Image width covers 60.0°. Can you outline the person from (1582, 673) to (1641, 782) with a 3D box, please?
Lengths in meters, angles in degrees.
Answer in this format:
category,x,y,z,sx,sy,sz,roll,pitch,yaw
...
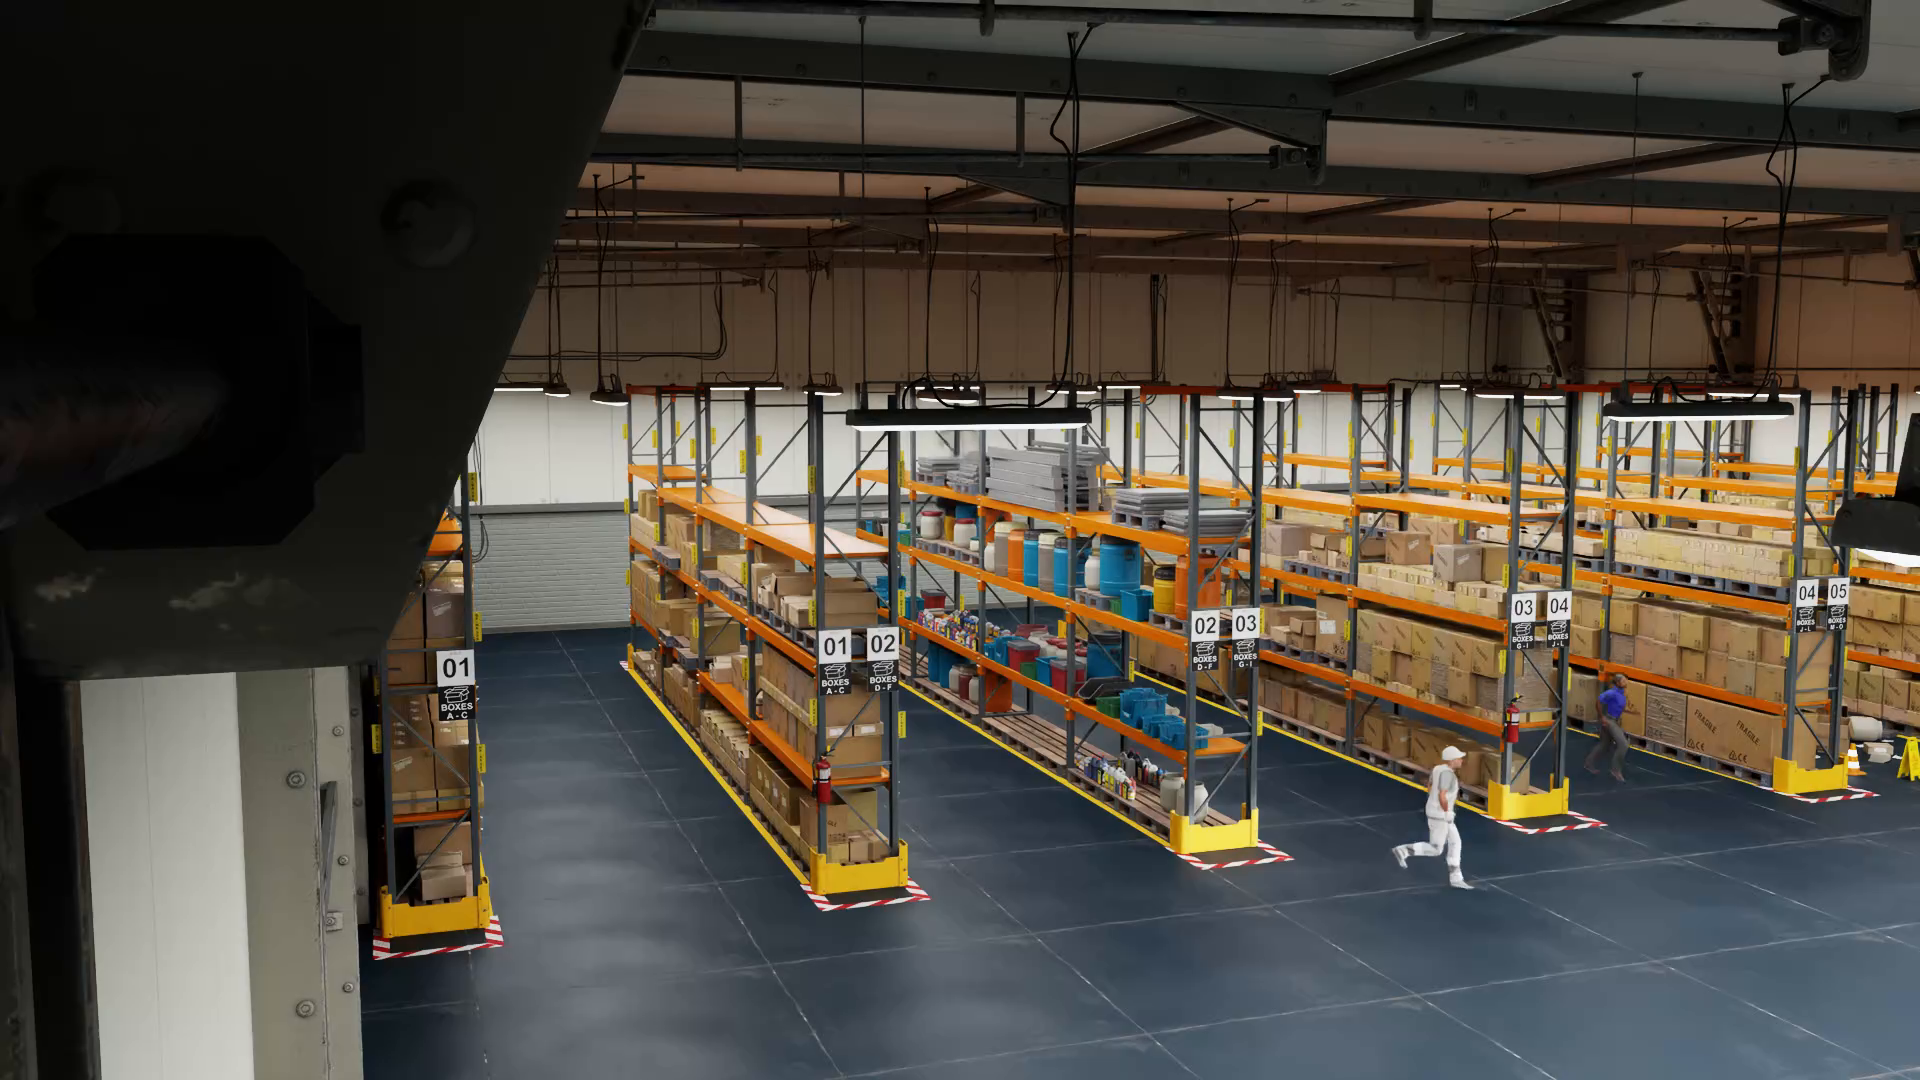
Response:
category,x,y,z,sx,sy,sz,roll,pitch,yaw
person,10.048,2.891,25.667,0.846,1.706,0.507,4,7,31

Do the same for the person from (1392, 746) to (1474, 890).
category,x,y,z,sx,sy,sz,roll,pitch,yaw
person,5.790,3.386,20.302,0.985,1.770,0.661,1,6,12
